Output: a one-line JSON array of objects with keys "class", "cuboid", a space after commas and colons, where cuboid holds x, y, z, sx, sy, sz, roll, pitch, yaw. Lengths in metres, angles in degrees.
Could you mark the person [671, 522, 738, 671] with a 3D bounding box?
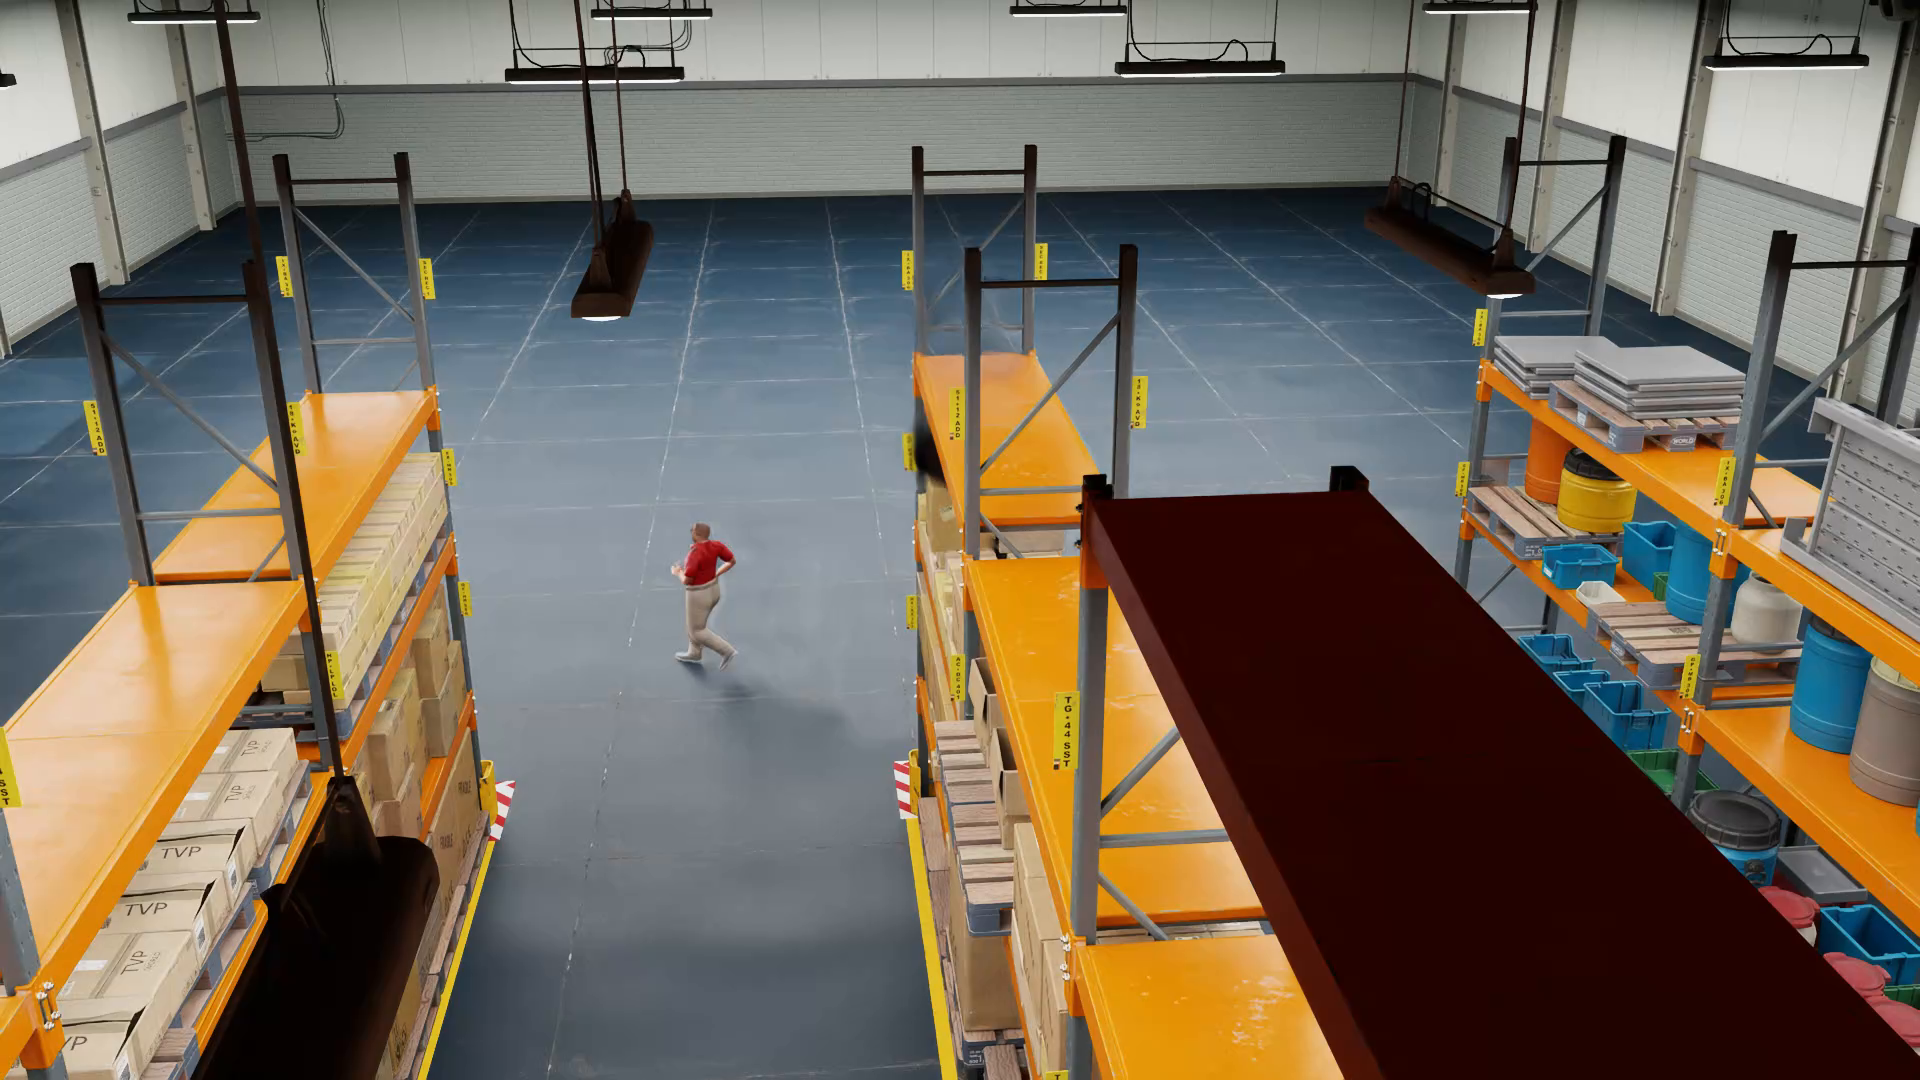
[{"class": "person", "cuboid": [-2.736, 0.597, 17.809, 0.914, 1.697, 0.676, 11, 24, 25]}]
